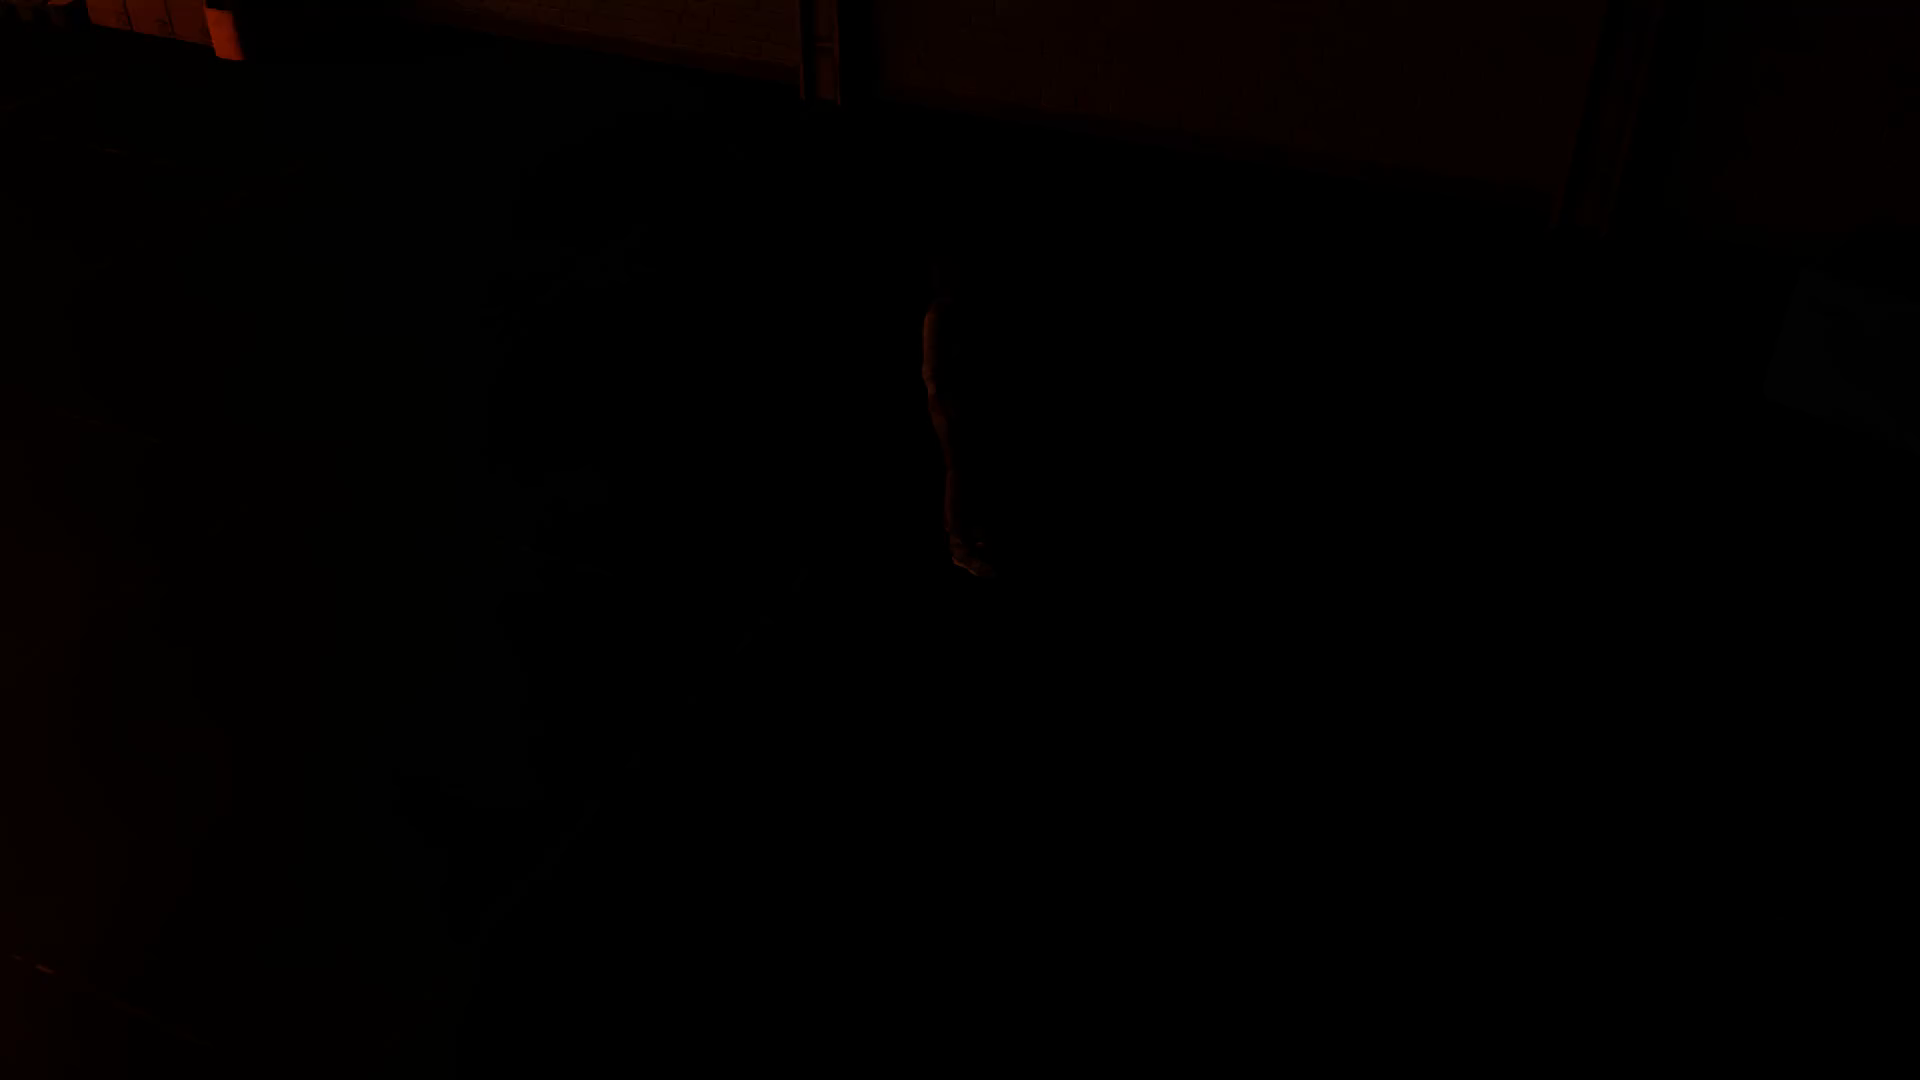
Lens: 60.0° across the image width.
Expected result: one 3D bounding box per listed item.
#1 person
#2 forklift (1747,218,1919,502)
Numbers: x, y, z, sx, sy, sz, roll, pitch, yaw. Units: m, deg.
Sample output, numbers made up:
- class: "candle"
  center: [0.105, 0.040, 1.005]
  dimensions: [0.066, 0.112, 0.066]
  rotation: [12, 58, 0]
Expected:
- class: "person"
  center: [0.062, -0.631, 8.108]
  dimensions: [0.474, 1.597, 0.521]
  rotation: [15, 38, 20]
- class: "forklift"
  center: [5.832, -1.344, 7.971]
  dimensions: [3.031, 2.935, 1.130]
  rotation: [30, 45, 35]
